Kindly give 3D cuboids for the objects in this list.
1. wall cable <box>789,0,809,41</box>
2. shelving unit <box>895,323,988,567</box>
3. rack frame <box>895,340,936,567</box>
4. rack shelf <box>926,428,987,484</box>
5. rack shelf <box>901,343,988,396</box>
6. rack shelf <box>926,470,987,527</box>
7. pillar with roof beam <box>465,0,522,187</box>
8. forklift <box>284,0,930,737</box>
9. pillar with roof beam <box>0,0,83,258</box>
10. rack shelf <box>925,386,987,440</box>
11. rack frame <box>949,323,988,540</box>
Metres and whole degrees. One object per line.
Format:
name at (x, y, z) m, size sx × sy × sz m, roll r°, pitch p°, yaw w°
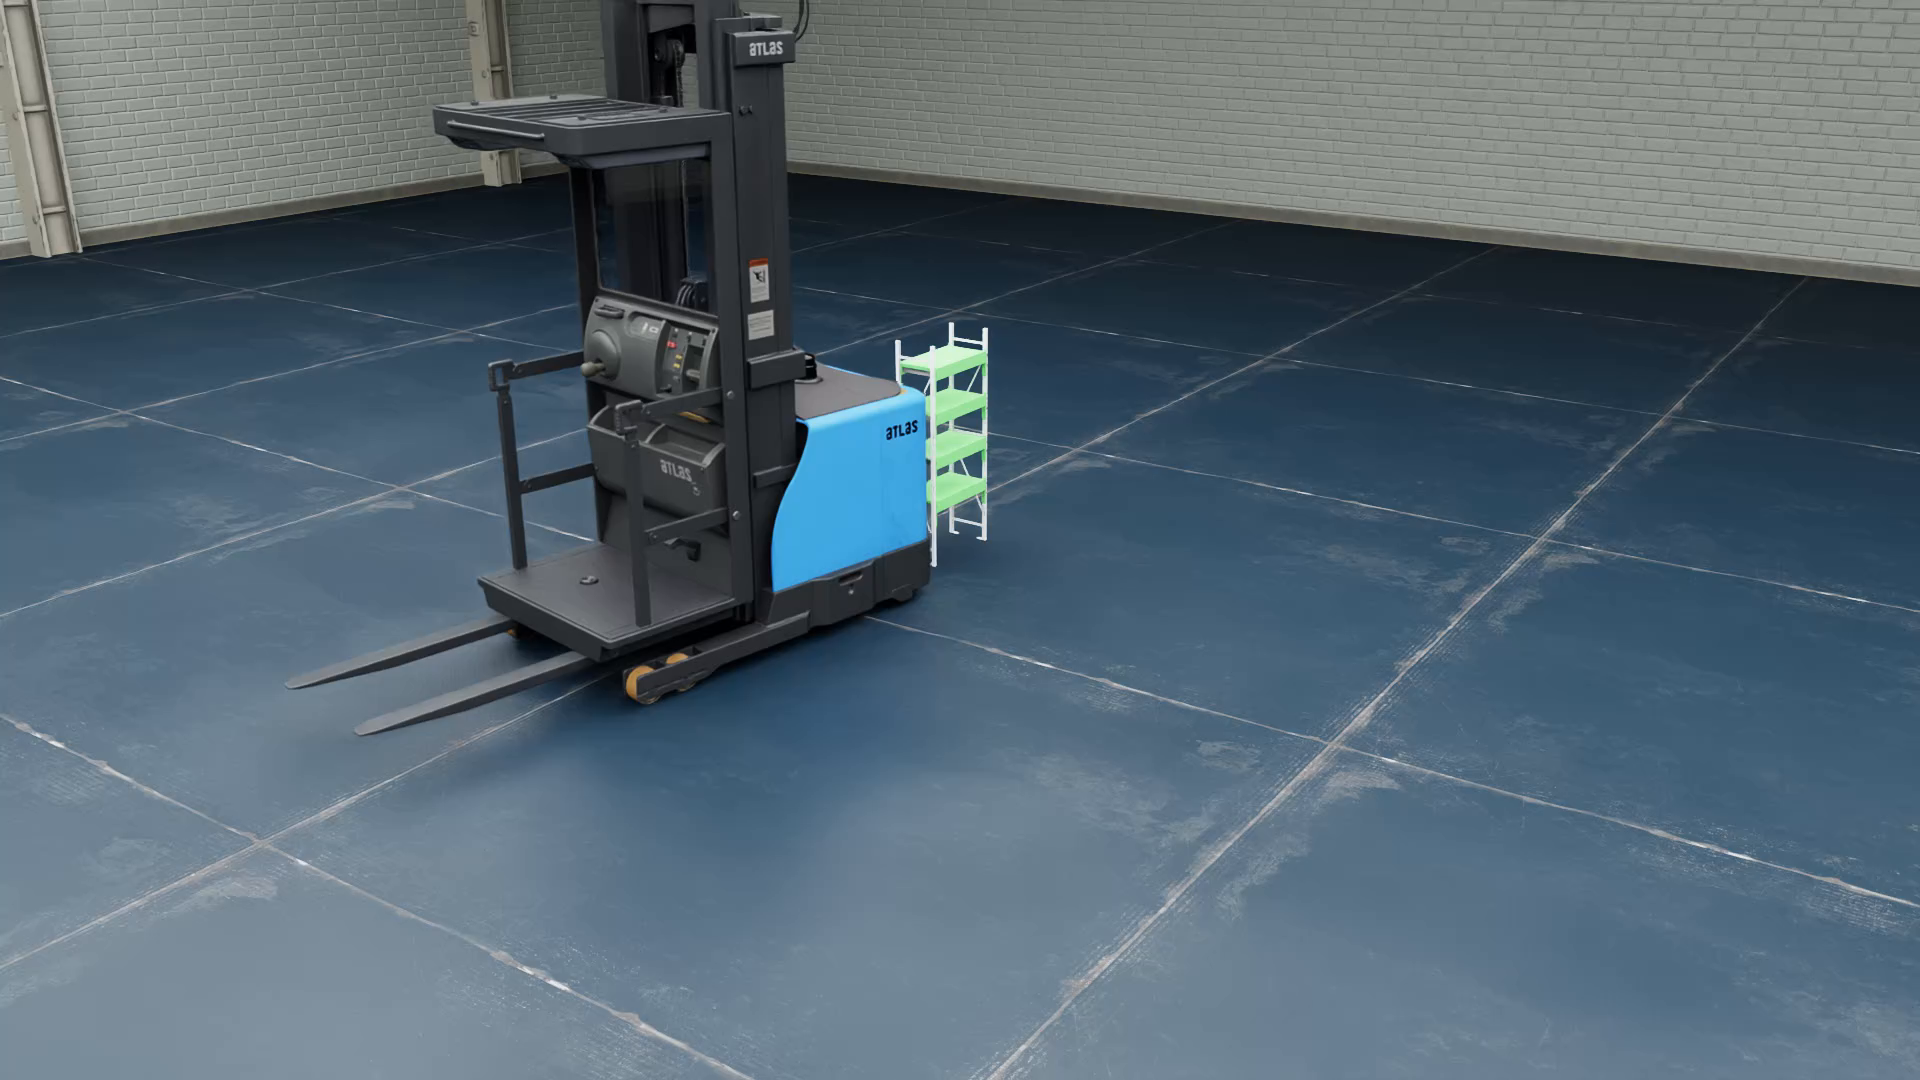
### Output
wall cable at (-3.303, -8.067, 22.577) m, size 3.097 × 2.526 × 0.112 m, roll 13°, pitch 24°, yaw 32°
shelving unit at (-0.093, -0.515, 8.928) m, size 0.258 × 1.200 × 0.503 m, roll 13°, pitch 24°, yaw 32°
rack frame at (-0.230, -0.445, 8.739) m, size 0.240 × 1.200 × 0.015 m, roll 13°, pitch 24°, yaw 32°
rack shelf at (-0.093, -0.455, 8.951) m, size 0.258 × 0.148 × 0.480 m, roll 13°, pitch 24°, yaw 32°
rack shelf at (-0.093, -0.906, 8.784) m, size 0.258 × 0.148 × 0.480 m, roll 13°, pitch 24°, yaw 32°
rack shelf at (-0.093, -0.230, 9.034) m, size 0.258 × 0.148 × 0.480 m, roll 13°, pitch 24°, yaw 32°
pillar with roof beam at (-2.493, -8.096, 18.181) m, size 9.100 × 9.000 × 0.400 m, roll 13°, pitch 24°, yaw 32°
forklift at (-1.543, -0.852, 7.344) m, size 1.130 × 2.935 × 3.031 m, roll 19°, pitch 27°, yaw 41°
pillar with roof beam at (-5.866, -6.374, 13.527) m, size 9.100 × 9.000 × 0.400 m, roll 13°, pitch 24°, yaw 32°
rack shelf at (-0.093, -0.680, 8.867) m, size 0.258 × 0.148 × 0.480 m, roll 13°, pitch 24°, yaw 32°
rack frame at (0.044, -0.585, 9.118) m, size 0.240 × 1.200 × 0.015 m, roll 13°, pitch 24°, yaw 32°
